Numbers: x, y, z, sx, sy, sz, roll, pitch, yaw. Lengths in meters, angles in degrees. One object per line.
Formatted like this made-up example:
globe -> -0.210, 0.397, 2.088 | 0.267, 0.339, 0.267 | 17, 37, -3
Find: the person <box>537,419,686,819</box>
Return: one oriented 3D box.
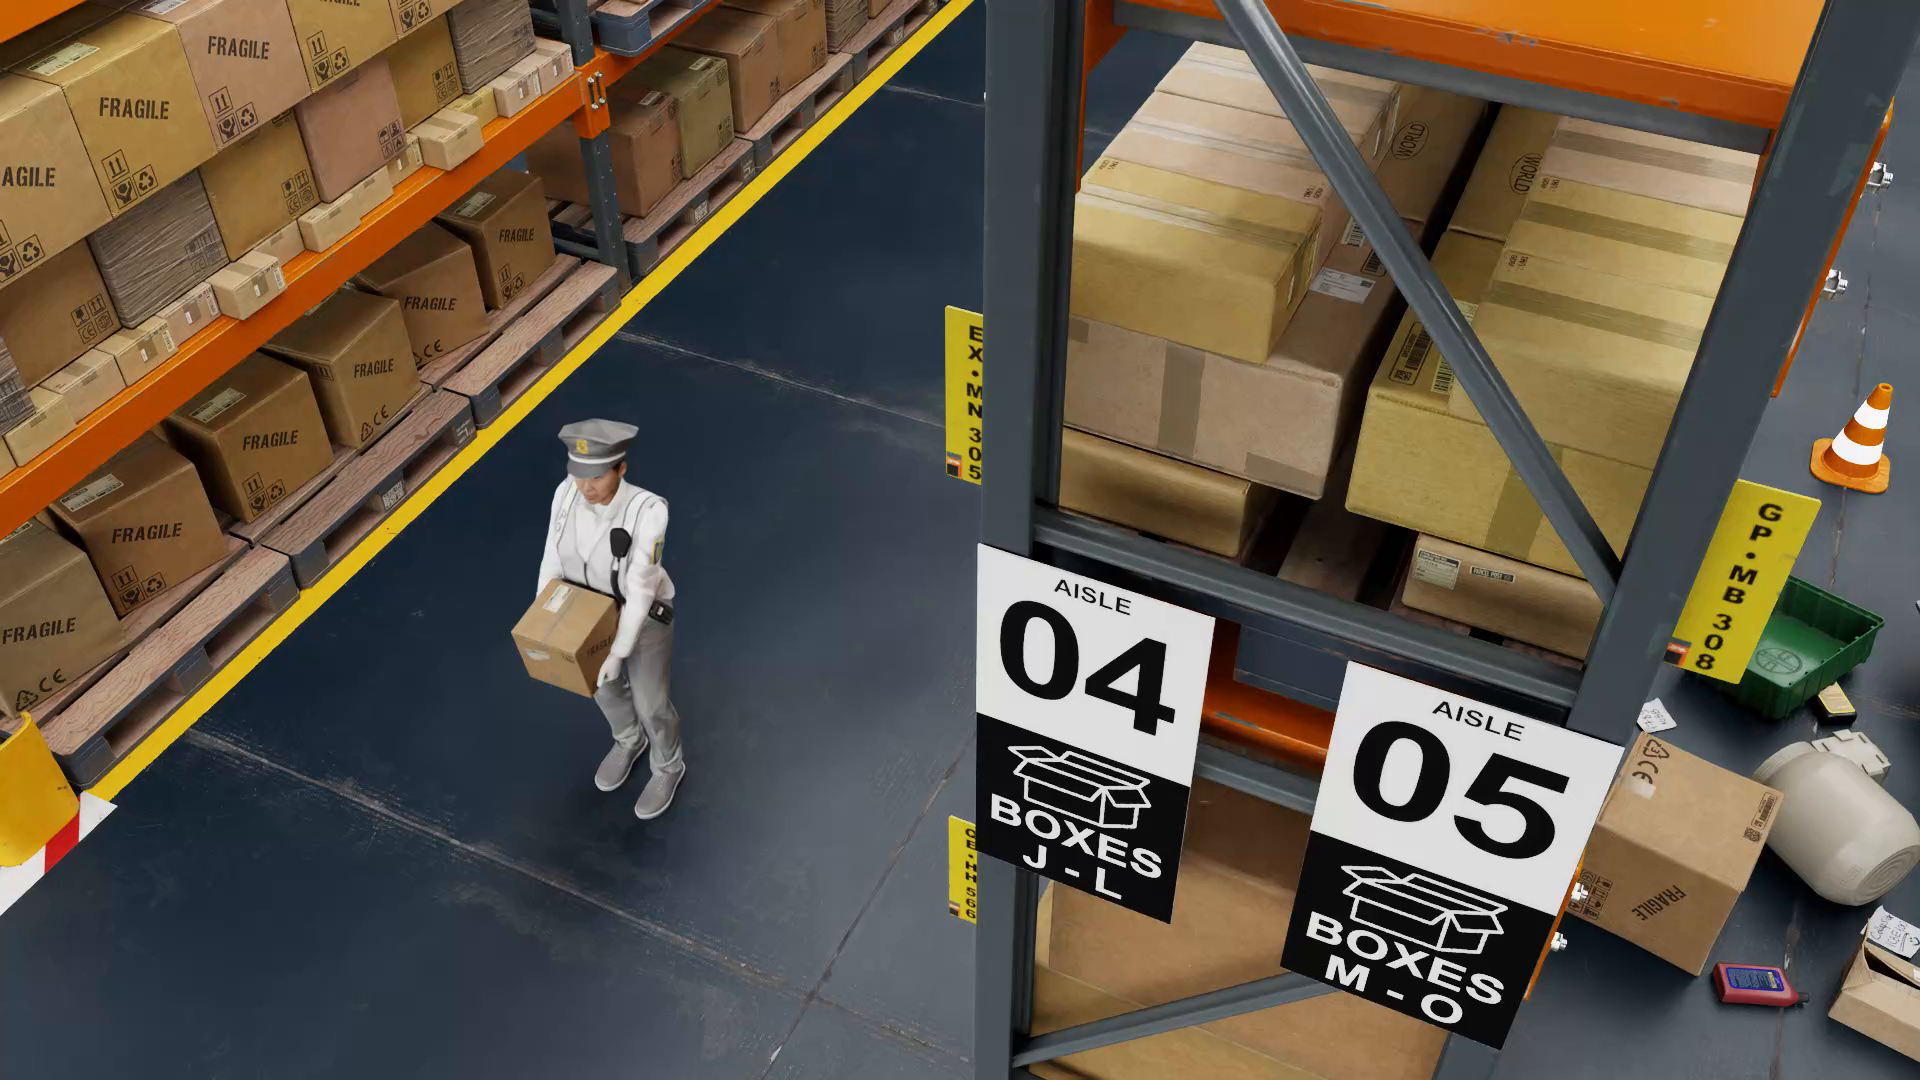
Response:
person -> -1.222, 0.318, 5.795 | 0.433, 1.691, 0.515 | 17, 45, 18
